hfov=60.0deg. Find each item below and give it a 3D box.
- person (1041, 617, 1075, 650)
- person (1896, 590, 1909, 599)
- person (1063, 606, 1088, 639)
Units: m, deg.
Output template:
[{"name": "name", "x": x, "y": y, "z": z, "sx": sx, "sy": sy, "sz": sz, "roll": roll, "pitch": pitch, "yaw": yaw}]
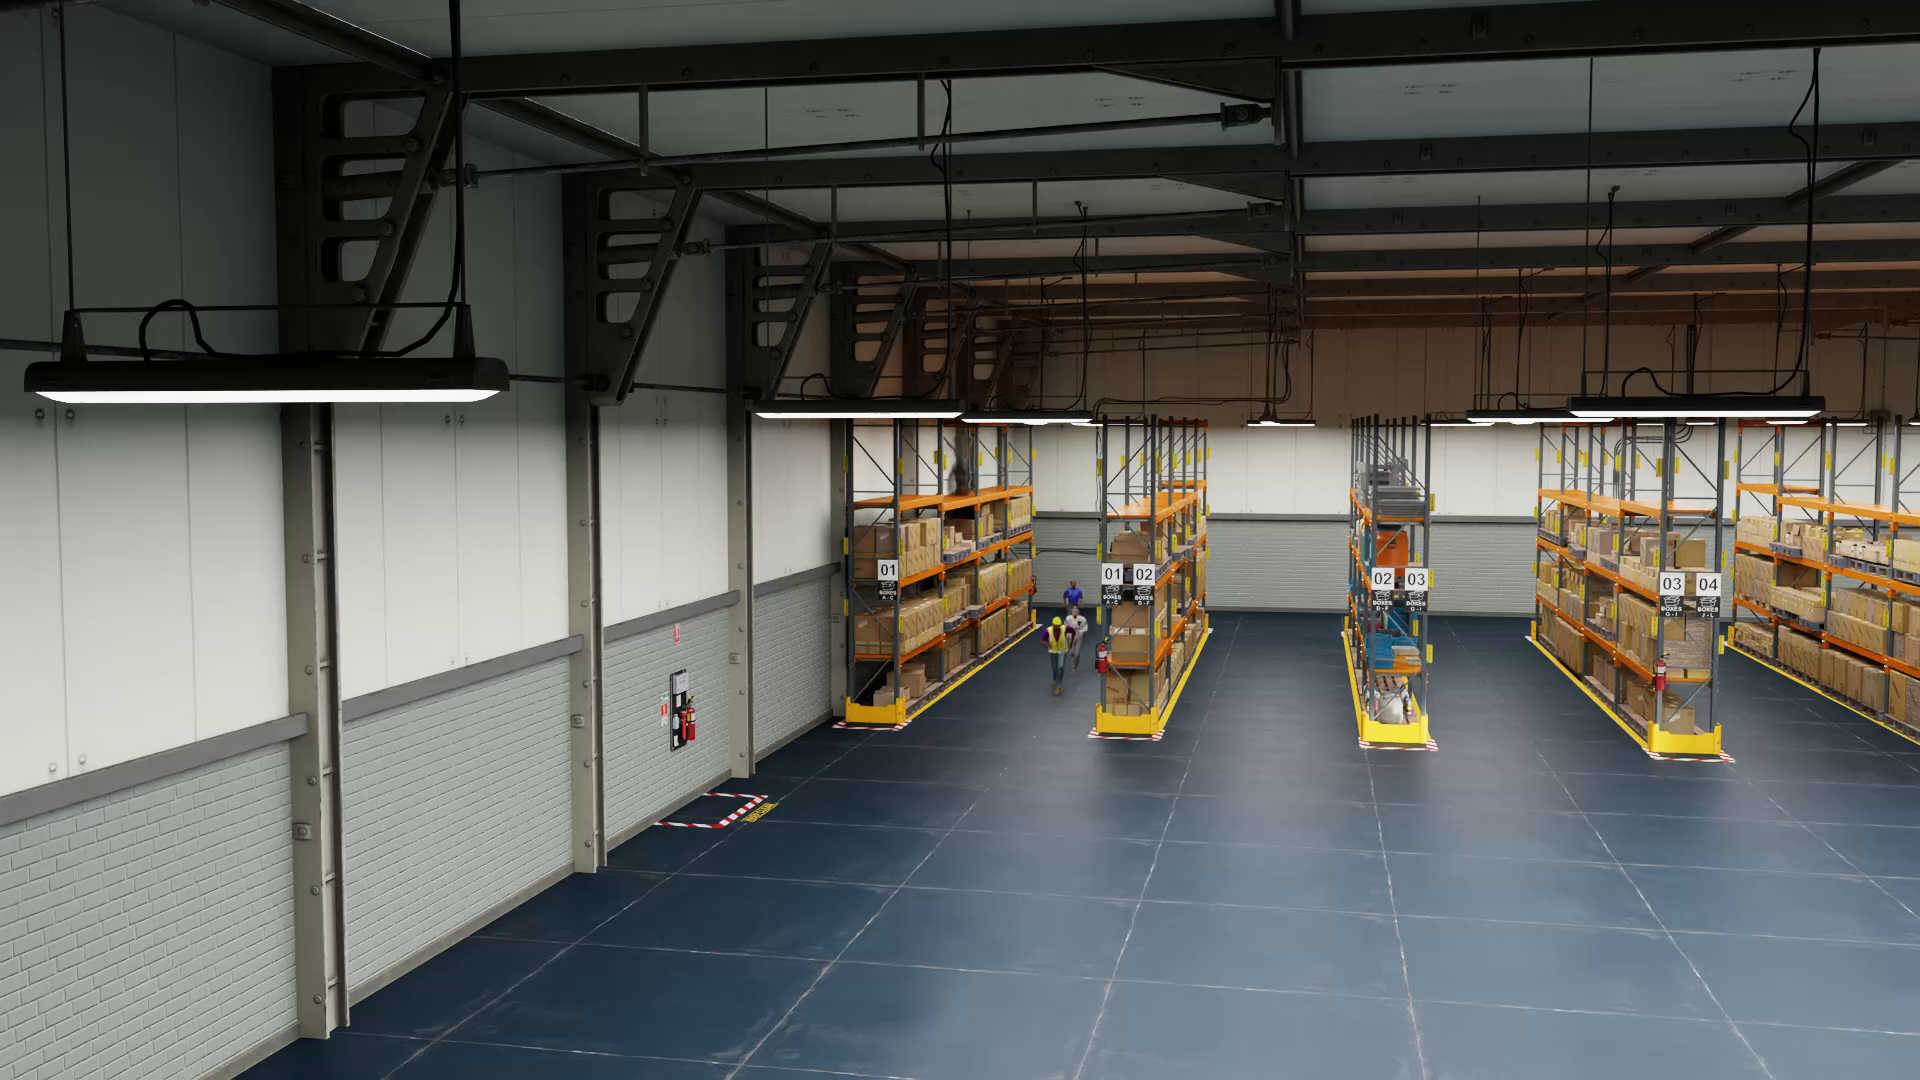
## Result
[{"name": "person", "x": 2.117, "y": 2.033, "z": 35.990, "sx": 0.746, "sy": 0.756, "sz": 0.563, "roll": 0, "pitch": 4, "yaw": 3}, {"name": "person", "x": 25.093, "y": 1.919, "z": 44.539, "sx": 0.574, "sy": 1.673, "sz": 0.653, "roll": 0, "pitch": 4, "yaw": -1}, {"name": "person", "x": 2.699, "y": 1.939, "z": 38.978, "sx": 0.605, "sy": 0.823, "sz": 0.587, "roll": 1, "pitch": 4, "yaw": 9}]
